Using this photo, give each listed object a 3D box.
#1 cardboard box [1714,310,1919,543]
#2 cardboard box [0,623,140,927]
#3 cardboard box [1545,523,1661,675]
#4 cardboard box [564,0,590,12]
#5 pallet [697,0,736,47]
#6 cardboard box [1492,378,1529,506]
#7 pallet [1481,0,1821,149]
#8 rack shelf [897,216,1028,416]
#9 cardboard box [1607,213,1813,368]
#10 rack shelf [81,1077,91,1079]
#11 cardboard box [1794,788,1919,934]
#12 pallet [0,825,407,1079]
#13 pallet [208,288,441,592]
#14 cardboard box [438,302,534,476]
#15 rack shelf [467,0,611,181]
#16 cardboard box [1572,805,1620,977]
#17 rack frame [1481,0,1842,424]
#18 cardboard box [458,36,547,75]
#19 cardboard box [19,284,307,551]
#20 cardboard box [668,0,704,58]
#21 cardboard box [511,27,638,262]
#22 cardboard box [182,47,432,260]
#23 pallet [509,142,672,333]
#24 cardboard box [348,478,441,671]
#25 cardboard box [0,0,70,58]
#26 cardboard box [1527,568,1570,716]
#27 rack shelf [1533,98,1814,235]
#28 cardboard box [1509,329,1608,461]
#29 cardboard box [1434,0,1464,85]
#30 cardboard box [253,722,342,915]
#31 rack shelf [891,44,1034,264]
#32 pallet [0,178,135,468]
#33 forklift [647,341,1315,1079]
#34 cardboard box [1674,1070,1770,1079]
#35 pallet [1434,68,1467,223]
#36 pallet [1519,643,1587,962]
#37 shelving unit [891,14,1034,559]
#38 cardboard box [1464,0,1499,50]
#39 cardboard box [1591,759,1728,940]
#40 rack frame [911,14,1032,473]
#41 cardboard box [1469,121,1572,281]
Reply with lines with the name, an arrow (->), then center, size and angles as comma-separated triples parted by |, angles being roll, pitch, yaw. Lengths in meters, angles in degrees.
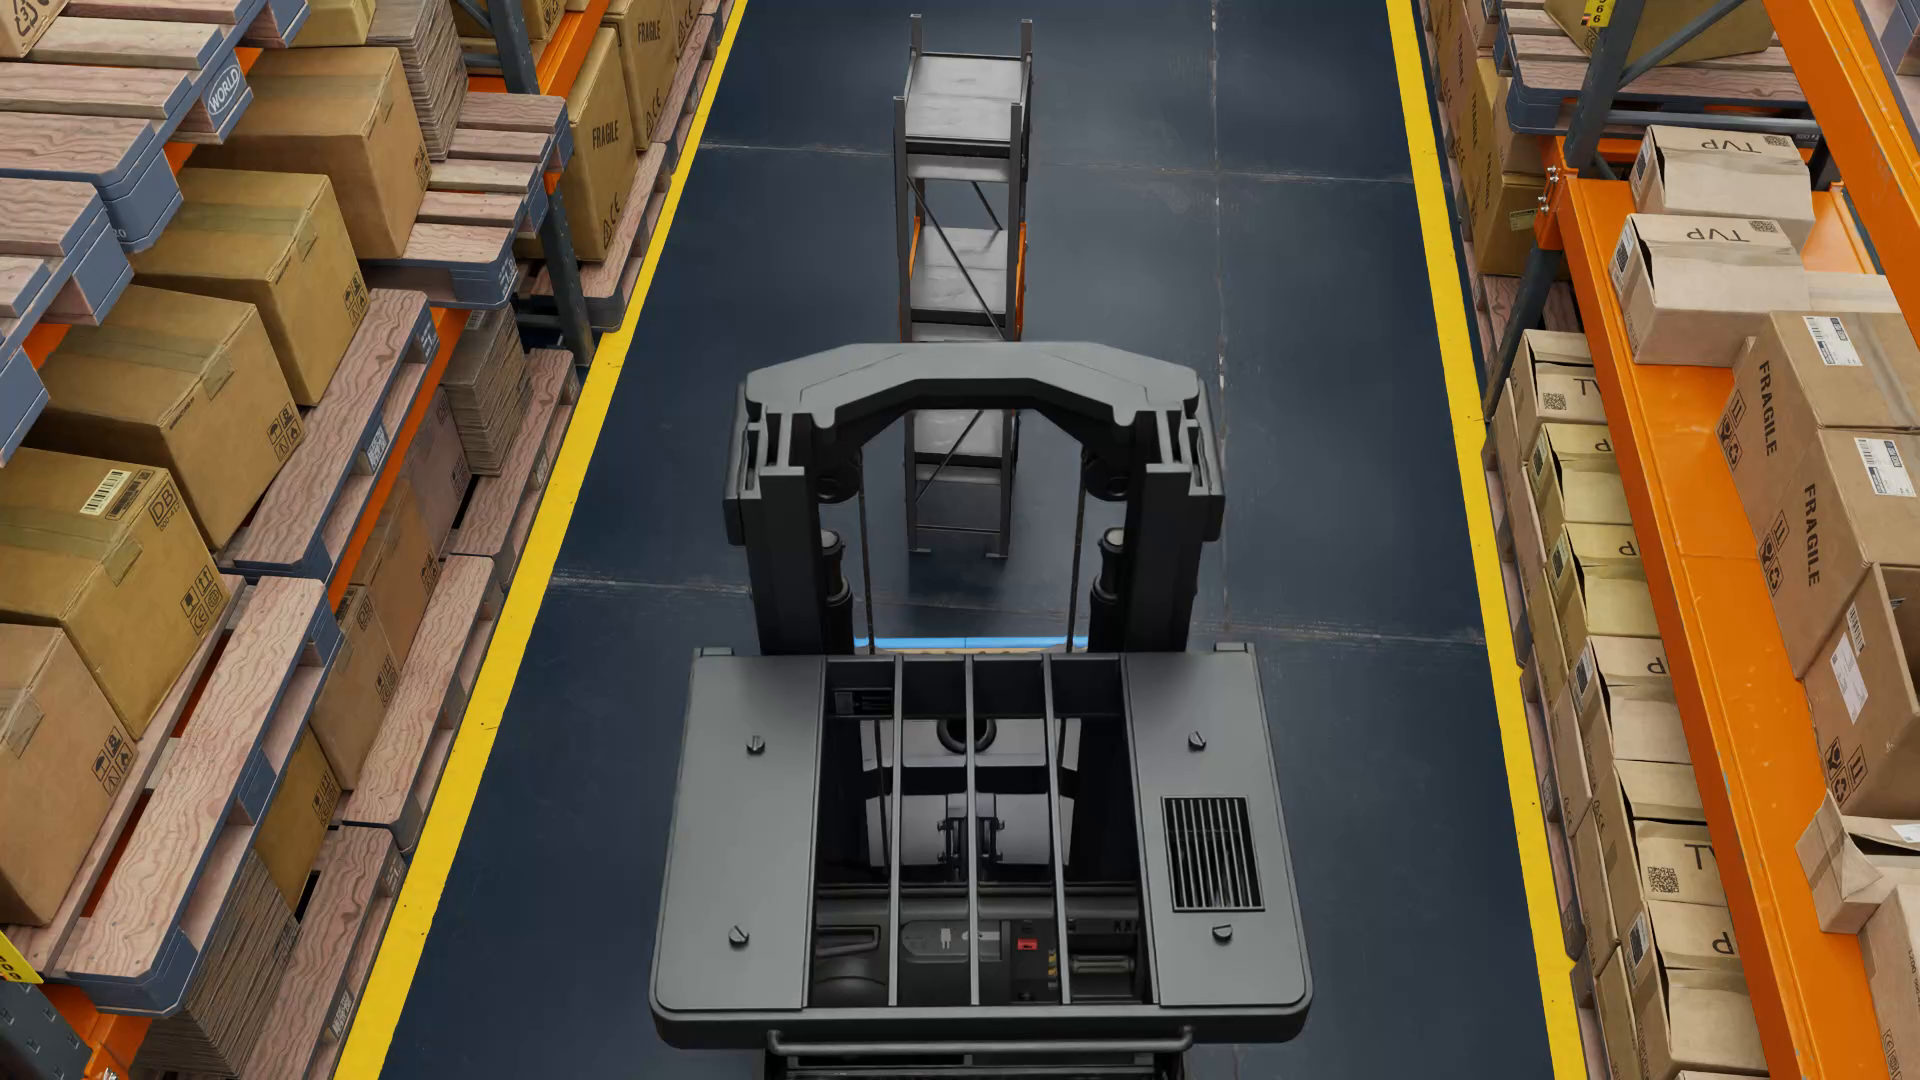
cardboard box -> 2.643, -0.328, 4.950 | 0.500, 0.500, 0.500 | 2, 48, 1
cardboard box -> -2.438, 0.526, 3.870 | 0.700, 0.500, 0.500 | 4, 48, 4
cardboard box -> 2.351, 0.195, 5.738 | 0.500, 0.311, 0.500 | 3, 48, 2
cardboard box -> -1.753, -2.382, 7.052 | 0.380, 0.149, 0.250 | 5, 48, 5
pallet -> -1.785, -3.285, 9.612 | 1.003, 0.211, 1.213 | 4, 48, 4
cardboard box -> 2.439, -0.377, 6.641 | 0.500, 0.250, 0.500 | 4, 48, 3
pallet -> 2.771, -1.967, 6.646 | 1.213, 0.211, 1.003 | 4, 48, 4
rack shelf -> 0.015, -0.821, 6.097 | 0.431, 0.518, 0.480 | 4, 48, 4
cardboard box -> 2.505, -0.854, 5.559 | 0.500, 0.311, 0.500 | 3, 48, 3
rack shelf -> -2.701, 2.793, 2.651 | 1.077, 0.370, 4.000 | 4, 48, 4
cardboard box -> 2.312, 0.798, 4.079 | 0.396, 0.266, 0.258 | 3, 48, 3
pallet -> -2.449, 1.449, 5.282 | 1.003, 0.211, 1.213 | 4, 48, 4
pallet -> -2.294, -0.337, 5.155 | 1.003, 0.211, 1.213 | 4, 48, 4
cardboard box -> -2.168, -0.631, 6.691 | 0.700, 0.500, 0.500 | 4, 48, 4
rack shelf -> -1.972, -3.086, 8.027 | 1.077, 0.370, 4.000 | 4, 48, 4
cardboard box -> 2.258, 1.125, 5.267 | 0.500, 0.250, 0.500 | 5, 48, 4
rack frame -> 2.779, -1.529, 6.115 | 1.000, 3.000, 0.127 | 4, 48, 4
cardboard box -> -1.893, -2.007, 6.710 | 0.380, 0.149, 0.250 | 3, 48, 3
cardboard box -> -2.351, -0.370, 4.690 | 0.700, 0.500, 0.500 | 10, 48, 9
cardboard box -> -1.797, -3.075, 8.702 | 0.750, 0.750, 0.750 | 5, 48, 5
cardboard box -> -1.956, -1.807, 7.542 | 0.750, 0.750, 0.750 | 3, 48, 3
cardboard box -> -2.211, -1.283, 5.525 | 0.700, 0.500, 0.500 | 0, 48, 0
pallet -> -2.007, -1.492, 7.972 | 1.003, 0.211, 1.213 | 4, 48, 4
cardboard box -> -2.348, 0.106, 6.016 | 0.700, 0.500, 0.500 | 4, 48, 3
cardboard box -> -2.277, -1.410, 3.622 | 0.500, 0.500, 0.500 | 2, 48, 2
cardboard box -> 2.353, 0.374, 5.954 | 0.500, 0.250, 0.500 | 3, 48, 2
rack shelf -> 2.962, -2.756, 7.725 | 1.077, 0.370, 4.000 | 4, 48, 4
cardboard box -> 2.439, -0.567, 6.434 | 0.500, 0.311, 0.500 | 5, 48, 5
cardboard box -> 2.767, -2.674, 8.559 | 0.500, 0.500, 0.500 | 4, 48, 4
cardboard box -> -2.471, 0.850, 5.335 | 0.700, 0.500, 0.500 | 3, 48, 3
rack shelf -> 0.015, -1.293, 5.580 | 0.431, 0.518, 0.480 | 4, 48, 4
pallet -> -2.356, -0.315, 3.100 | 1.213, 0.211, 1.003 | 4, 48, 4
forklift -> 0.031, 1.119, 3.740 | 1.130, 2.935, 3.031 | 0, 48, 0
cardboard box -> 2.166, 1.691, 4.370 | 0.500, 0.311, 0.500 | 4, 48, 4
pallet -> 2.999, -2.028, 8.462 | 1.003, 0.211, 1.213 | 4, 48, 4
pallet -> 2.552, 0.909, 5.776 | 1.003, 0.211, 1.213 | 4, 48, 4
shelving unit -> 0.015, -0.830, 6.086 | 0.431, 2.100, 0.503 | 4, 48, 4
cardboard box -> 2.721, -2.583, 7.968 | 0.500, 0.250, 0.500 | 3, 48, 3
cardboard box -> 2.255, 0.941, 5.055 | 0.500, 0.311, 0.500 | 4, 48, 3
rack frame -> 0.037, -1.010, 6.250 | 0.400, 2.100, 0.015 | 4, 48, 4
cardboard box -> 2.631, -1.537, 7.519 | 0.500, 0.500, 0.500 | 6, 48, 5
